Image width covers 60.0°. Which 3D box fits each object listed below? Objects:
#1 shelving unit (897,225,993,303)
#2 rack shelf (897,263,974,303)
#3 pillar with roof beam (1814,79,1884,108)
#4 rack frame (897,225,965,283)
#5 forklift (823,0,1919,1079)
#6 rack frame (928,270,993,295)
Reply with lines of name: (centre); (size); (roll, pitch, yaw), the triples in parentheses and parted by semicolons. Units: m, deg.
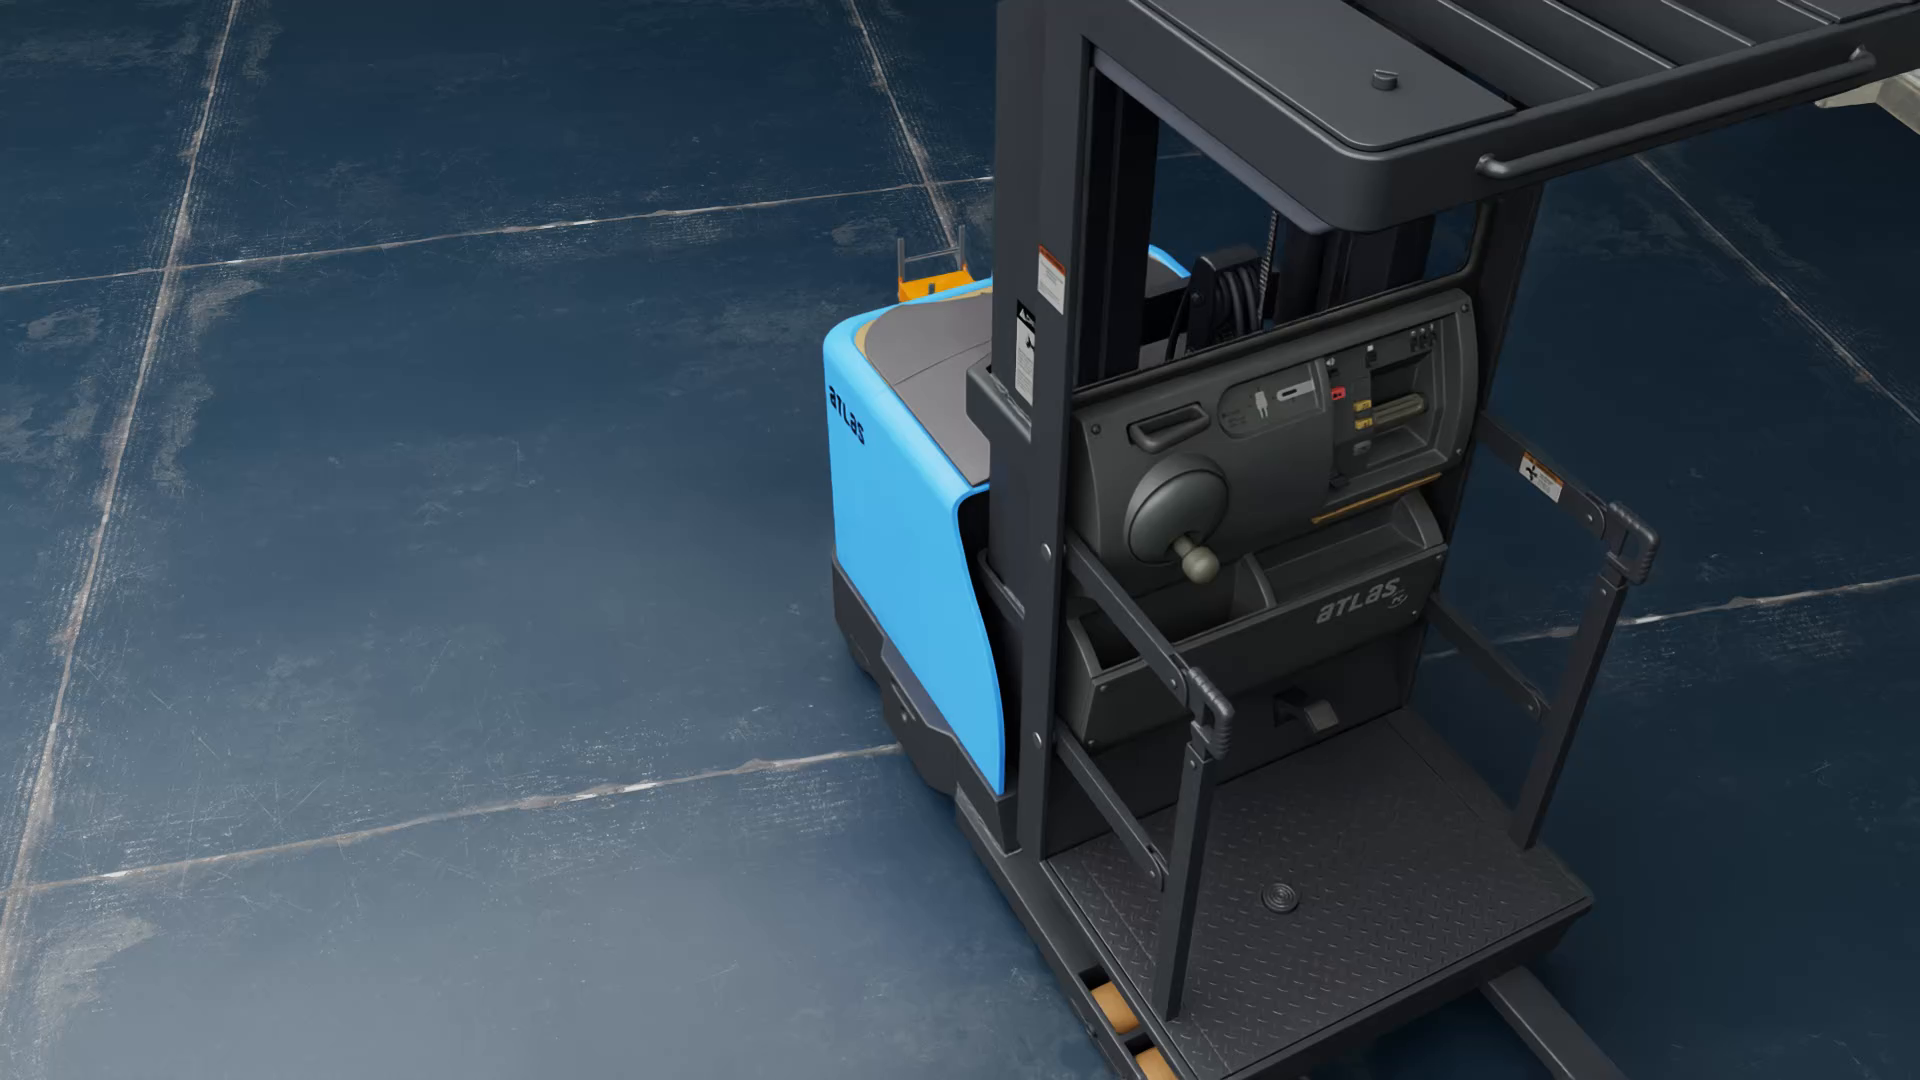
shelving unit: (-0.035, -0.389, 4.898); (0.215, 1.050, 0.252); (-15, 44, -16)
rack shelf: (-0.035, -0.594, 4.716); (0.215, 0.259, 0.240); (-15, 44, -16)
pillar with roof beam: (-0.254, -4.826, 3.908); (9.100, 9.000, 0.400); (-8, 42, -9)
rack frame: (-0.079, -0.465, 4.983); (0.200, 1.050, 0.008); (-15, 44, -16)
forklift: (0.756, -0.125, 3.183); (1.130, 2.935, 3.031); (-19, 45, -20)
rack frame: (0.010, -0.314, 4.813); (0.200, 1.050, 0.008); (-15, 44, -16)
